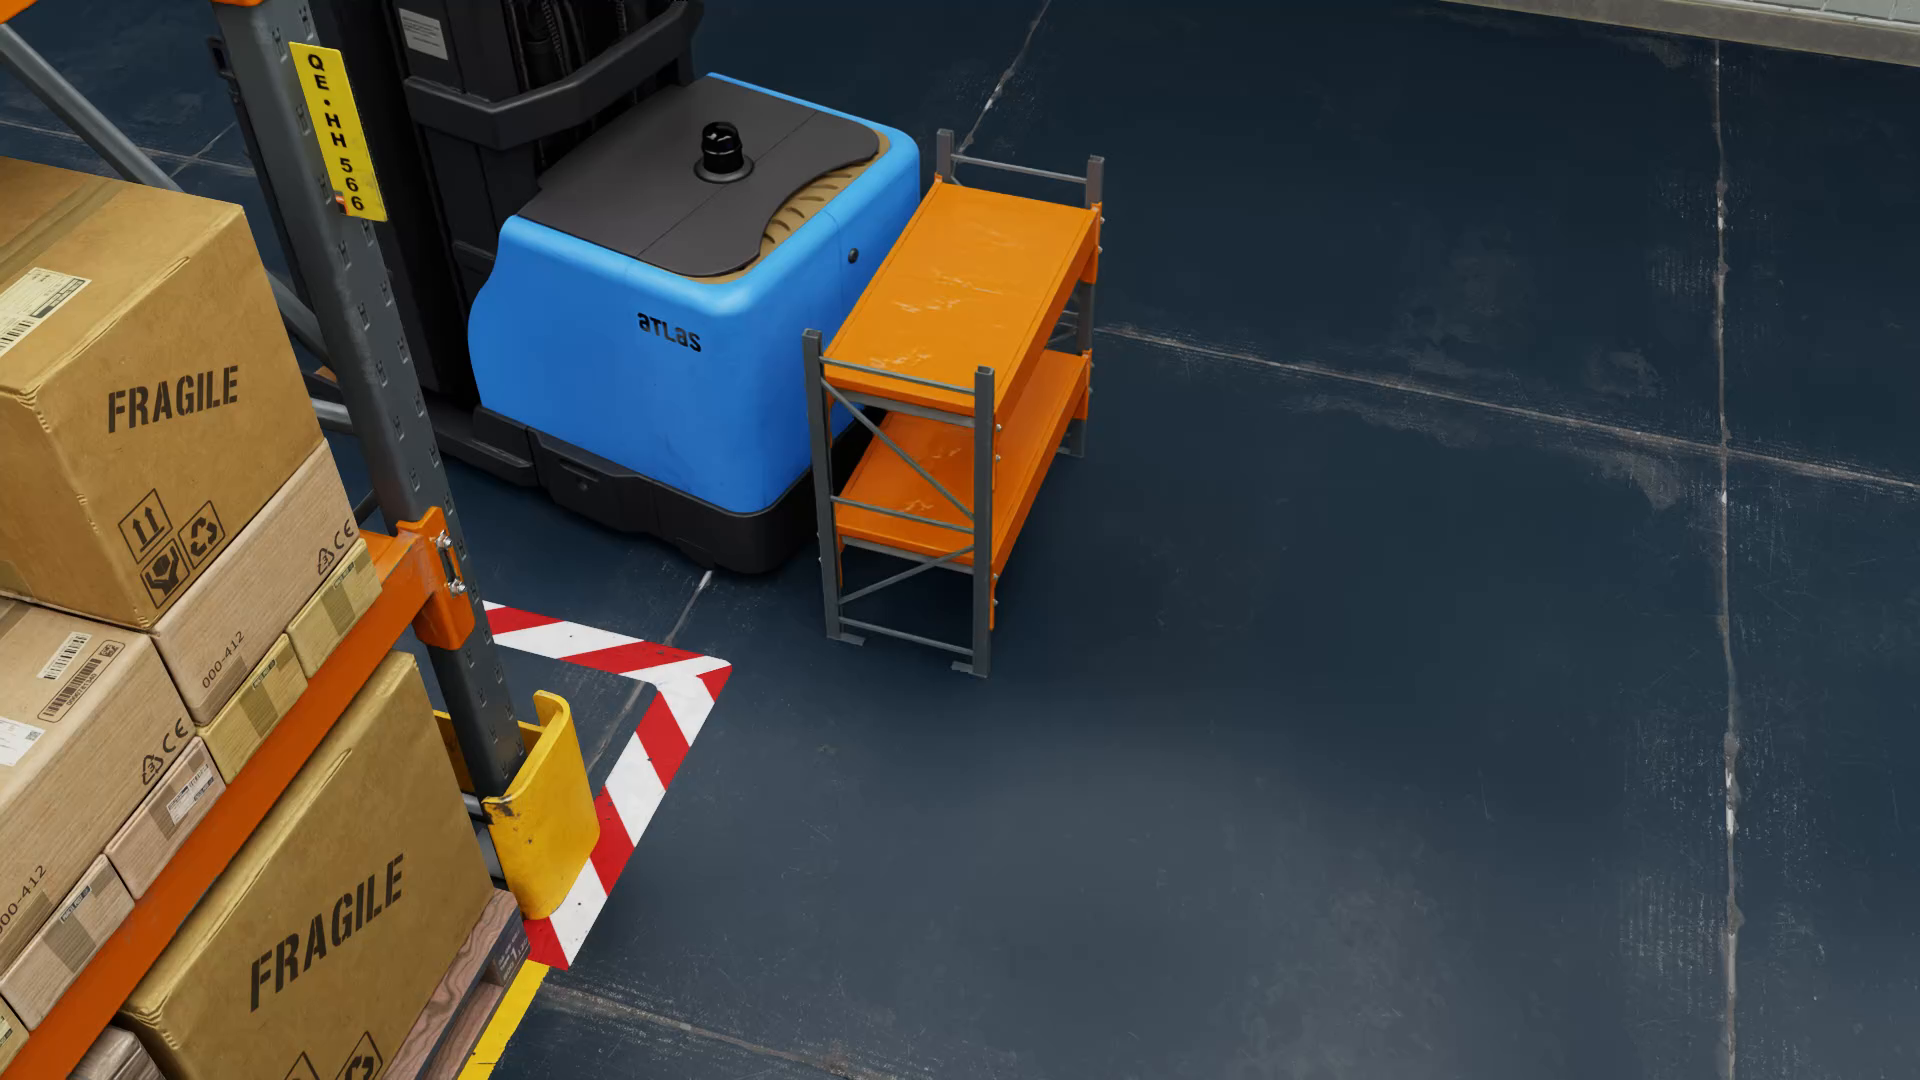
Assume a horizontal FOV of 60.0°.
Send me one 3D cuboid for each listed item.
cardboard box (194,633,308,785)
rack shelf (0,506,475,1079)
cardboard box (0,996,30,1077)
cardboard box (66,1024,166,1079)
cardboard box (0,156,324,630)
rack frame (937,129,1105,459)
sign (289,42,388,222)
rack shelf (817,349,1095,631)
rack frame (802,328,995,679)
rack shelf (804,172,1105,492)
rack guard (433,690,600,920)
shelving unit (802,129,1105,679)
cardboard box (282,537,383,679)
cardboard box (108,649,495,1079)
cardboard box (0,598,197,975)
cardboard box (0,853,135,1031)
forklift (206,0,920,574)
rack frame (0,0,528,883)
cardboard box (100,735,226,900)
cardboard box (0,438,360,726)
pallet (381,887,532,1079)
[{"bbox_3d":[-1.433,0.262,3.018,0.380,0.149,0.250,13,46,13],"label":"cardboard box"},{"bbox_3d":[-2.168,1.281,2.310,1.077,0.370,4.000,13,46,13],"label":"rack shelf"},{"bbox_3d":[-1.664,0.769,2.499,0.380,0.149,0.250,12,46,12],"label":"cardboard box"},{"bbox_3d":[-1.955,1.350,2.944,0.875,0.875,0.875,13,46,13],"label":"cardboard box"},{"bbox_3d":[-1.459,-0.249,2.718,0.500,0.500,0.500,13,46,13],"label":"cardboard box"},{"bbox_3d":[0.174,-0.738,5.199,0.500,1.125,0.032,13,46,13],"label":"rack frame"},{"bbox_3d":[-1.049,-0.683,2.806,0.100,0.325,0.005,13,46,13],"label":"sign"},{"bbox_3d":[0.010,-0.227,5.026,0.538,0.278,1.000,13,46,13],"label":"rack shelf"},{"bbox_3d":[-0.155,-0.065,4.512,0.500,1.125,0.032,13,46,13],"label":"rack frame"},{"bbox_3d":[0.009,-0.611,4.651,0.538,0.278,1.000,13,46,13],"label":"rack shelf"},{"bbox_3d":[-1.555,0.568,4.312,1.175,0.500,0.348,13,46,13],"label":"rack guard"},{"bbox_3d":[0.009,-0.401,4.855,0.538,1.125,1.048,13,46,13],"label":"shelving unit"},{"bbox_3d":[-1.356,0.088,3.195,0.380,0.149,0.250,13,46,13],"label":"cardboard box"},{"bbox_3d":[-1.680,0.744,3.564,0.875,0.875,0.875,13,46,13],"label":"cardboard box"},{"bbox_3d":[-1.610,0.356,2.637,0.500,0.250,0.500,12,46,12],"label":"cardboard box"},{"bbox_3d":[-1.587,0.596,2.676,0.380,0.149,0.250,13,46,13],"label":"cardboard box"},{"bbox_3d":[-1.639,-1.716,4.908,3.031,2.935,1.130,22,49,21],"label":"forklift"},{"bbox_3d":[-1.562,-0.309,3.421,1.000,3.000,0.127,13,46,13],"label":"rack frame"},{"bbox_3d":[-1.511,0.429,2.846,0.380,0.149,0.250,13,46,13],"label":"cardboard box"},{"bbox_3d":[-1.456,0.018,2.982,0.500,0.250,0.500,12,46,12],"label":"cardboard box"},{"bbox_3d":[-1.730,1.237,3.835,1.003,0.211,1.213,13,46,13],"label":"pallet"}]
